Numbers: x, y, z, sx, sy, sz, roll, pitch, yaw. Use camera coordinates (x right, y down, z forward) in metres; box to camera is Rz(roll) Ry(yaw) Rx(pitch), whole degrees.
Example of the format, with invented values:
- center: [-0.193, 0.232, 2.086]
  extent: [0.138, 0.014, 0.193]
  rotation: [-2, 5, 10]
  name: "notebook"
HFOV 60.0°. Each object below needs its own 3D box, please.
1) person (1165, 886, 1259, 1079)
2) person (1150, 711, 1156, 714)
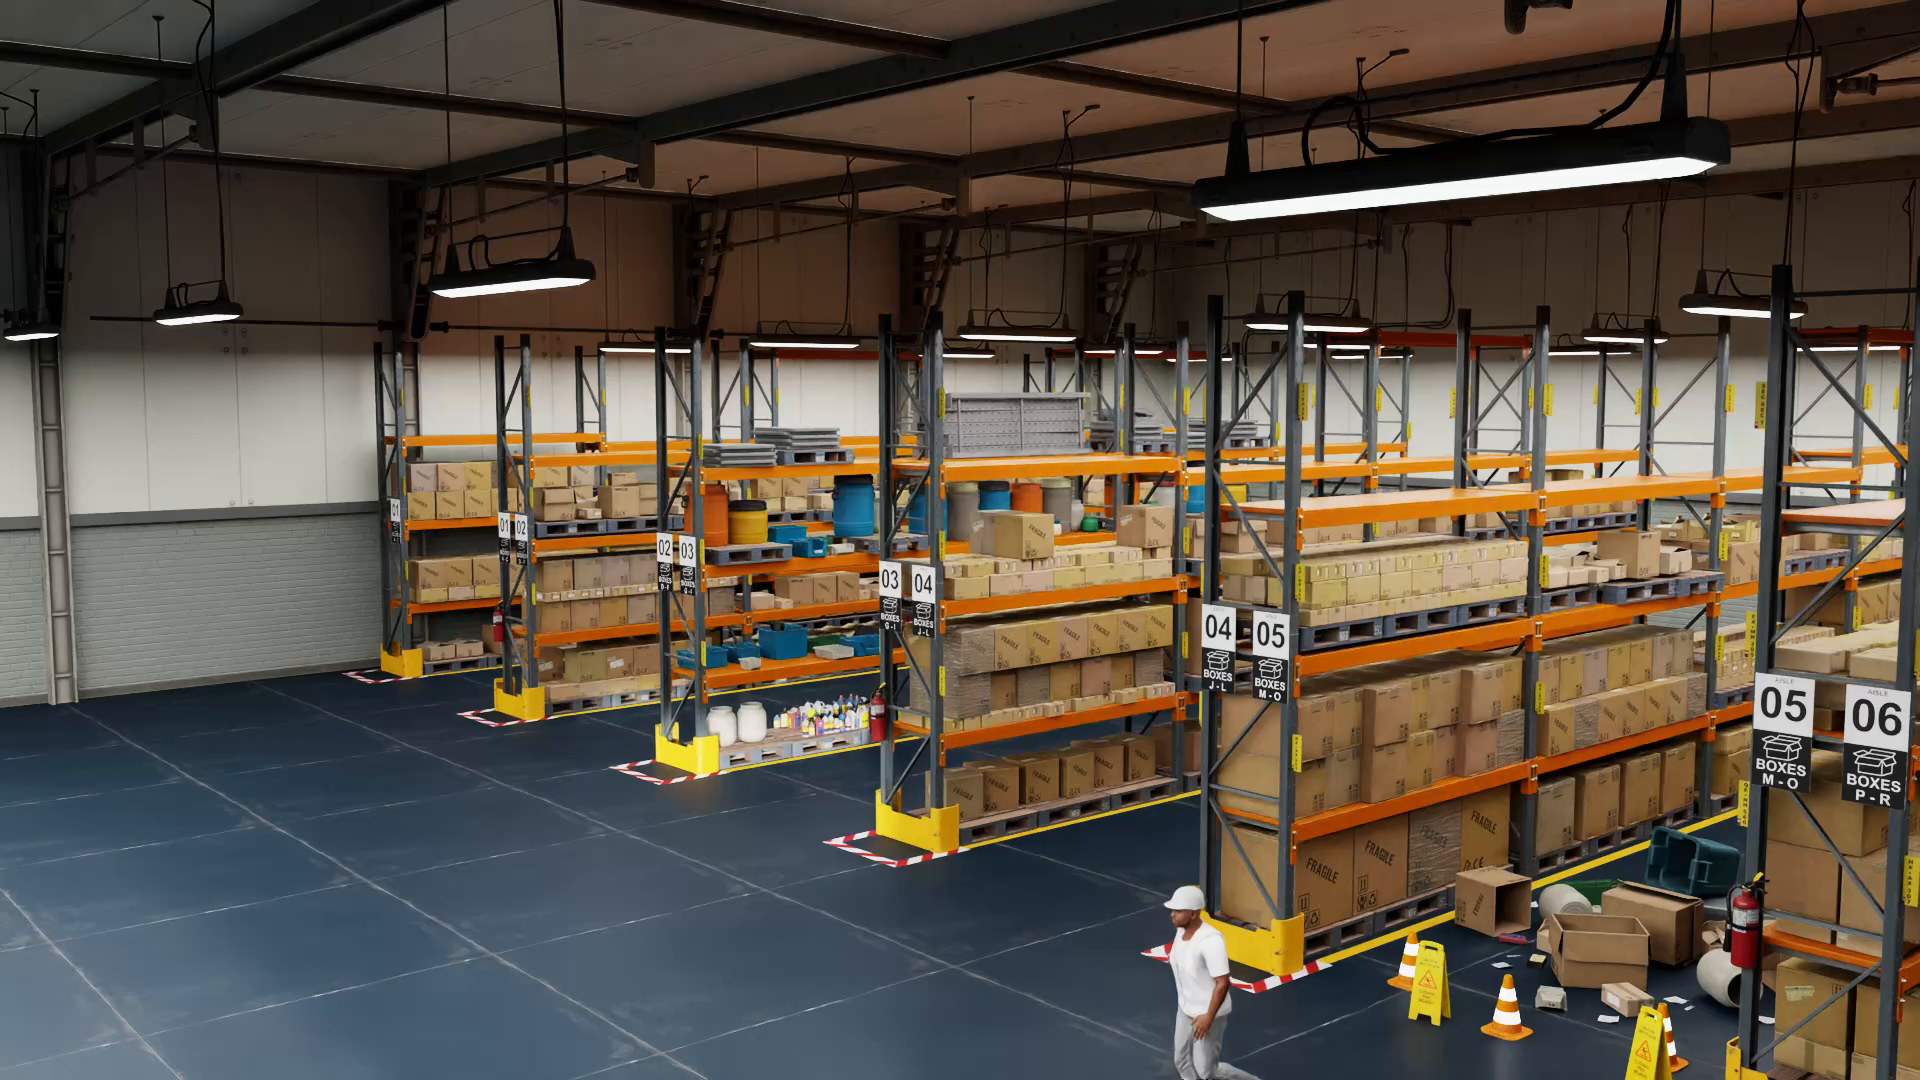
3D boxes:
- center: [1.768, 3.252, 11.584]
  extent: [0.717, 1.732, 0.630]
  rotation: [-2, 6, -20]
  name: "person"
- center: [3.107, 1.925, 26.593]
  extent: [0.430, 1.677, 0.569]
  rotation: [-1, 5, -7]
  name: "person"
